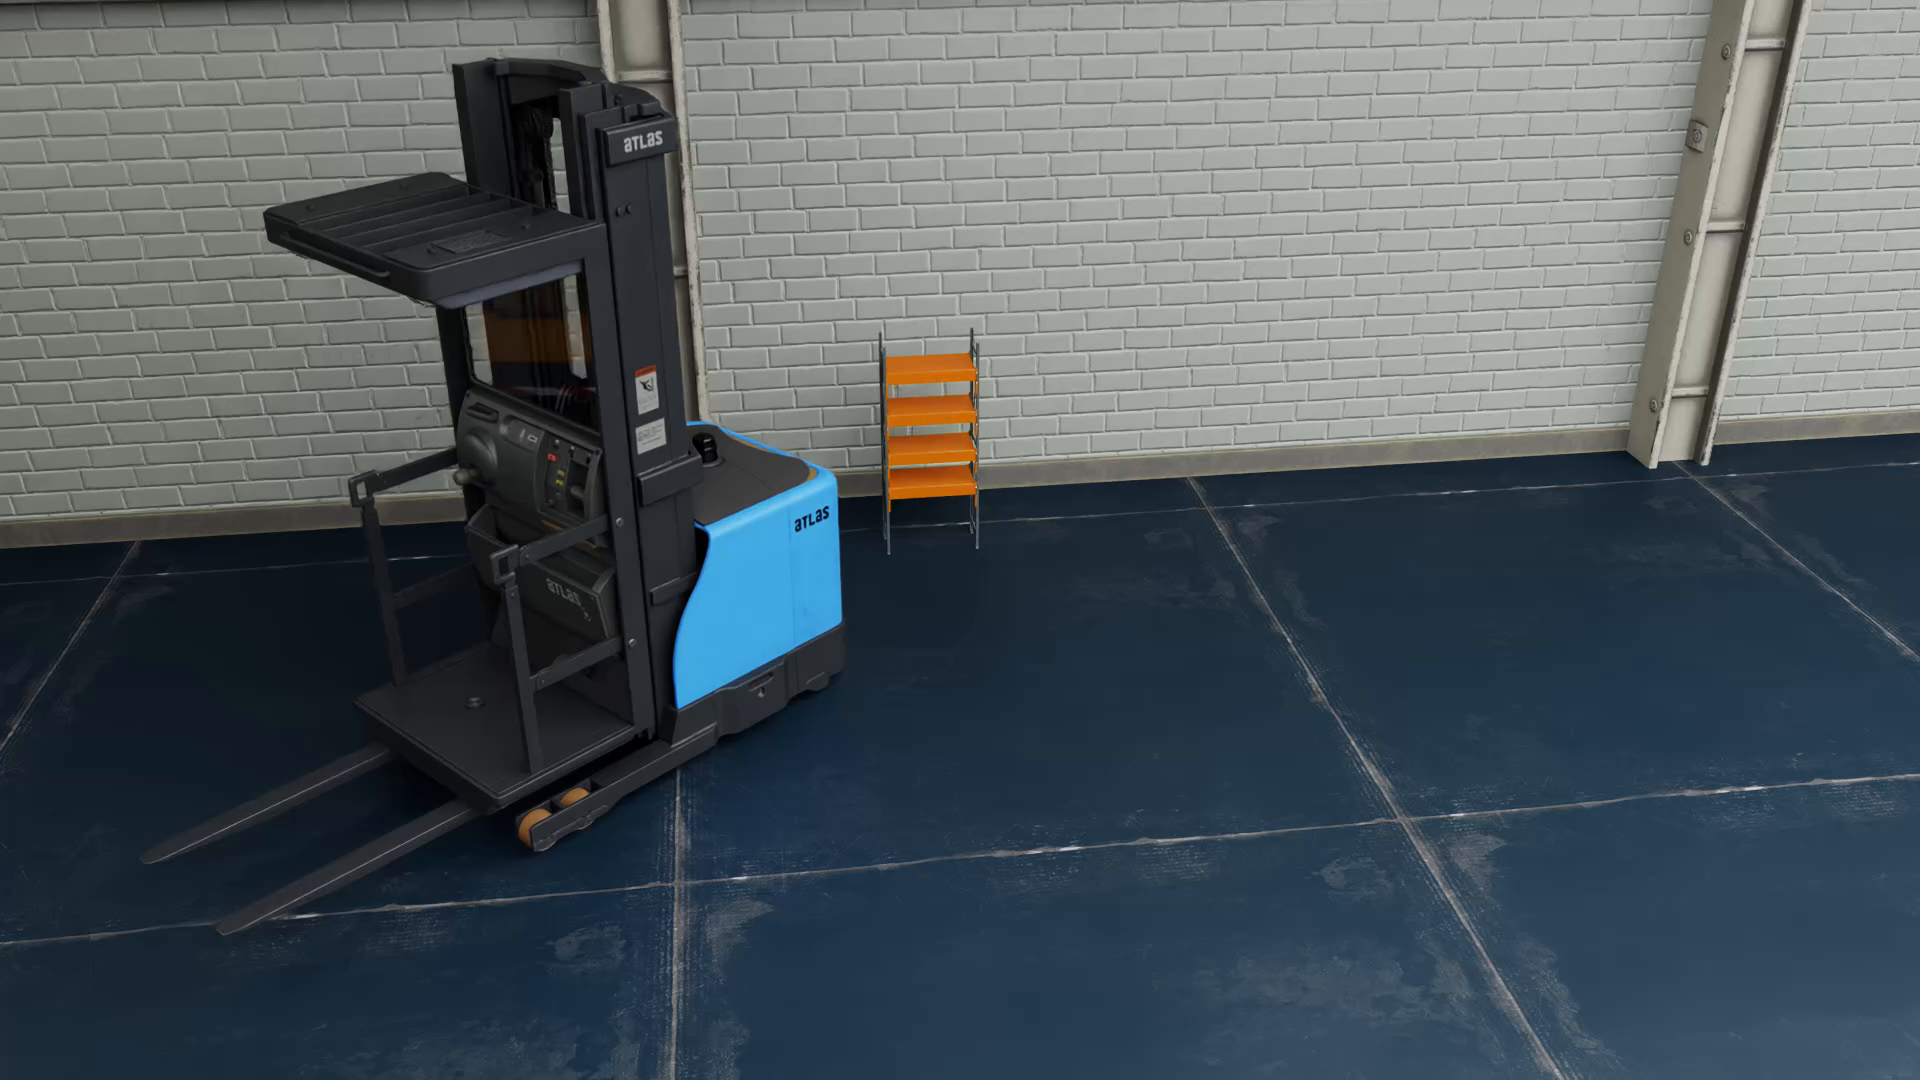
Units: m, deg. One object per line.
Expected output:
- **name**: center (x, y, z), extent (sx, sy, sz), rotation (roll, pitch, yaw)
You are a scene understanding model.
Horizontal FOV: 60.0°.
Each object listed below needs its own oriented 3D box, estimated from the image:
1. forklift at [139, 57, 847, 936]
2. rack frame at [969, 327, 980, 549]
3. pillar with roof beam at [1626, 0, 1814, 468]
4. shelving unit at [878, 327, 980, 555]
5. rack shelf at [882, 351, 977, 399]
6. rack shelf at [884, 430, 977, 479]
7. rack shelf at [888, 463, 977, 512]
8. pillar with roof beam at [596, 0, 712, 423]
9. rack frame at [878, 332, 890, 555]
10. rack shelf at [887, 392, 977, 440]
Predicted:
- **forklift**: center (-1.895, -0.299, 6.622), extent (1.130, 2.935, 3.031), rotation (22, 35, 36)
- **rack frame**: center (0.078, -0.539, 8.986), extent (0.015, 1.200, 0.240), rotation (-4, 27, -7)
- **pillar with roof beam**: center (4.955, -2.574, 4.410), extent (0.400, 9.000, 9.100), rotation (-4, 27, -7)
- **shelving unit**: center (-0.164, -0.523, 8.956), extent (0.503, 1.200, 0.258), rotation (-4, 27, -7)
- **rack shelf**: center (-0.164, -0.873, 8.776), extent (0.480, 0.148, 0.258), rotation (-4, 27, -7)
- **rack shelf**: center (-0.164, -0.463, 8.986), extent (0.480, 0.148, 0.258), rotation (-4, 27, -7)
- **rack shelf**: center (-0.164, -0.287, 9.077), extent (0.480, 0.148, 0.258), rotation (-4, 27, -7)
- **pillar with roof beam**: center (-0.987, -2.193, 3.666), extent (0.400, 9.000, 9.100), rotation (-4, 27, -7)
- **rack frame**: center (-0.406, -0.508, 8.925), extent (0.015, 1.200, 0.240), rotation (-4, 27, -7)
- **rack shelf**: center (-0.164, -0.662, 8.884), extent (0.480, 0.148, 0.258), rotation (-4, 27, -7)
